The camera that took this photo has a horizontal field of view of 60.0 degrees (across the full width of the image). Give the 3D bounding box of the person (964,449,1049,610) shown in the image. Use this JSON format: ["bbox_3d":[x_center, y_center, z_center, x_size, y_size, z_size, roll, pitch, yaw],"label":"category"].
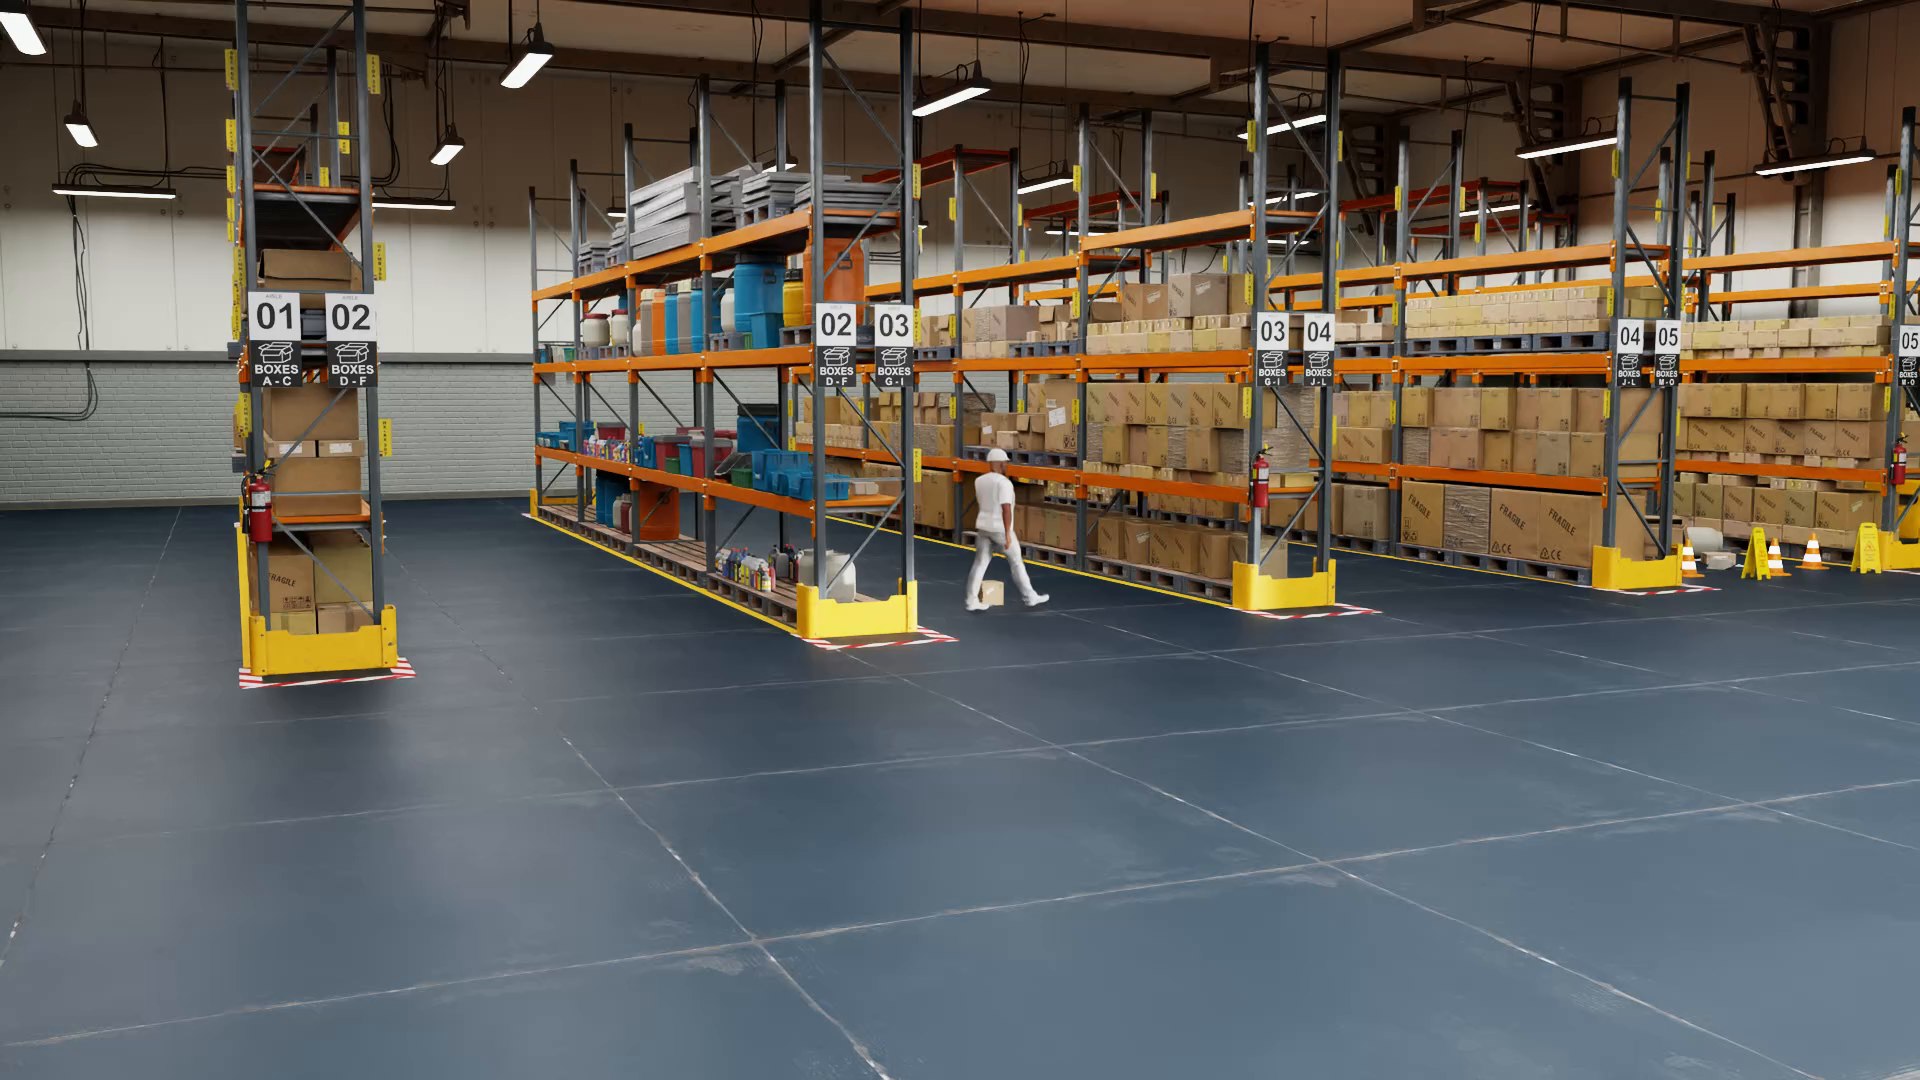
[{"bbox_3d":[0.455,-0.126,17.892,0.585,1.714,0.989,5,7,43],"label":"person"}]
